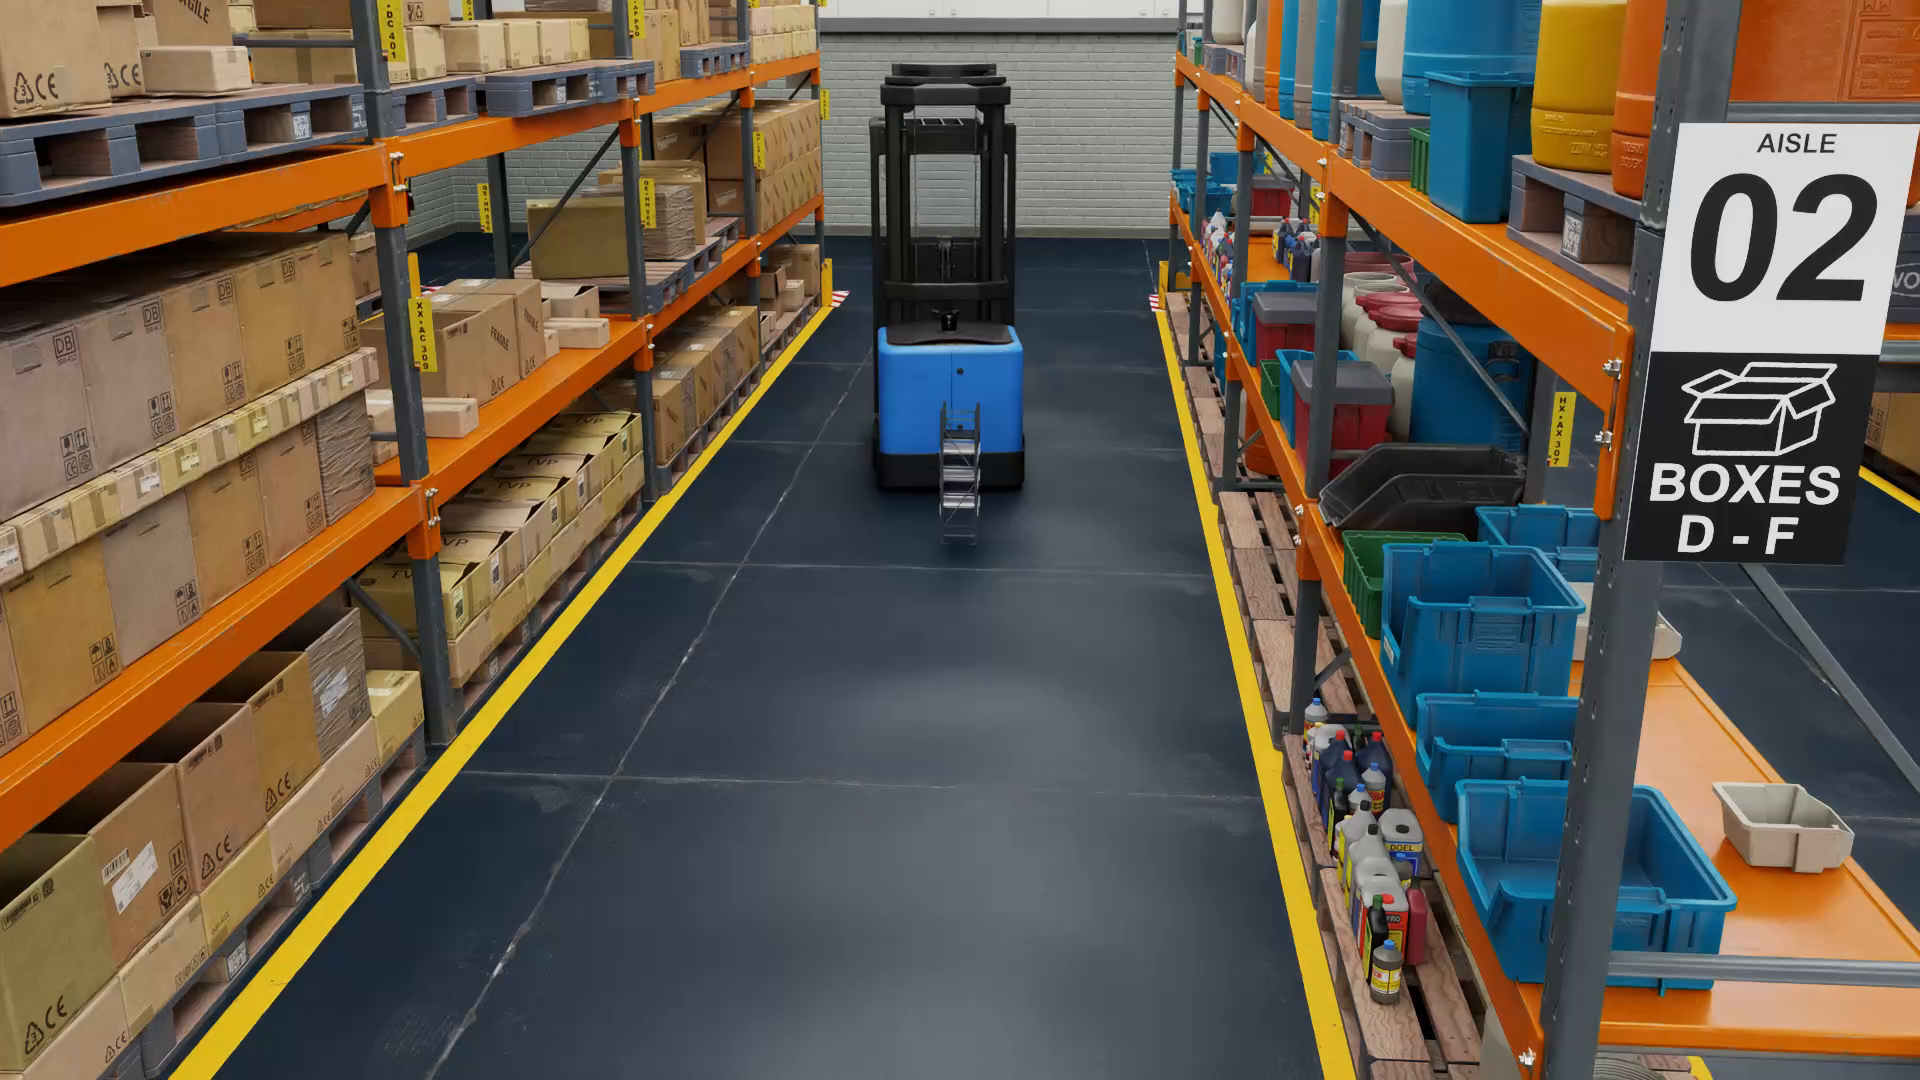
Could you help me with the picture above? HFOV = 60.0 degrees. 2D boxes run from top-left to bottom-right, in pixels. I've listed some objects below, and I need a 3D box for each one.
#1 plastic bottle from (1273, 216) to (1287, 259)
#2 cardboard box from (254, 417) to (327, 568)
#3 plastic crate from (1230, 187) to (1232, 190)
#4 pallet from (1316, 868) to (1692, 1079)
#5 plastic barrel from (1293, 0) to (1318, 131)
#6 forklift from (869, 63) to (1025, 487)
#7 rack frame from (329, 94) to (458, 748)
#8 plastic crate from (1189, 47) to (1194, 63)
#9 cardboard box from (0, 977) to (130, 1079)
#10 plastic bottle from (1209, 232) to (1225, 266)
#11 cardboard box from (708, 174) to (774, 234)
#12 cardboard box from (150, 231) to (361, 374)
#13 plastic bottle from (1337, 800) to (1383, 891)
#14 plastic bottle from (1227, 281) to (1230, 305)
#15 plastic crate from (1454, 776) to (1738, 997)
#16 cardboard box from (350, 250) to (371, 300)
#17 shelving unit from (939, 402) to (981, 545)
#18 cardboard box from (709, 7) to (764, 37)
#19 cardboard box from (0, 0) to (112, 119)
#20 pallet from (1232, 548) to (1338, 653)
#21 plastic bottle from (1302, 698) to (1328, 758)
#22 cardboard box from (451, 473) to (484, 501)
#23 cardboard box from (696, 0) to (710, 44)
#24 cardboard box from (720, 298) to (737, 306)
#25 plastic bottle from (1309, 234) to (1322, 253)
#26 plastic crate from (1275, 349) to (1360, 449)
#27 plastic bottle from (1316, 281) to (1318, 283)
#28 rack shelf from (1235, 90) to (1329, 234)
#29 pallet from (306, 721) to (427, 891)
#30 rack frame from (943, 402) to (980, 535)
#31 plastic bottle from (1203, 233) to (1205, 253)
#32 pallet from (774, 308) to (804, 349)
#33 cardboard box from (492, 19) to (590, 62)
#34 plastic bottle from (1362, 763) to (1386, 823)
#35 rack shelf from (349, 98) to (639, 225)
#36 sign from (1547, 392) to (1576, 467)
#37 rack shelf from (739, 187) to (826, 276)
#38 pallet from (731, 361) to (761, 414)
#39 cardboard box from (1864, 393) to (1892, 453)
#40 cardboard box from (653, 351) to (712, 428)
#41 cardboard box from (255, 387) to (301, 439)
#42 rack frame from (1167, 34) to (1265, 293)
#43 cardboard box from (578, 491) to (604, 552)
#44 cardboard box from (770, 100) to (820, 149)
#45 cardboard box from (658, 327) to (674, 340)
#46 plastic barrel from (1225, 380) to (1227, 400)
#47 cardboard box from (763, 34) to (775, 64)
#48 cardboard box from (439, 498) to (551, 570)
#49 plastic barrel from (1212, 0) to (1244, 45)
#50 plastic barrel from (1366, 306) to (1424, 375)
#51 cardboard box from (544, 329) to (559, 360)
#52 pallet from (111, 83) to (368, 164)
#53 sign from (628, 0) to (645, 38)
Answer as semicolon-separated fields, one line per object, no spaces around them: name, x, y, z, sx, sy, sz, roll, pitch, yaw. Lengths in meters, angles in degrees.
plastic bottle;2.703;-2.527;13.896;0.144;0.351;0.185;1;18;4
cardboard box;-2.984;-0.212;6.593;0.700;0.500;0.500;1;18;3
plastic crate;2.960;-3.638;17.536;0.396;0.136;0.243;1;18;4
pallet;1.838;1.558;5.830;1.003;0.211;1.213;1;18;4
plastic barrel;1.880;-2.385;7.761;0.600;0.901;0.600;0;18;0
forklift;-0.140;-2.181;12.871;1.130;2.935;3.031;-1;18;-3
rack frame;-2.927;-0.467;7.530;1.000;3.000;0.127;1;18;4
plastic crate;2.298;-4.543;15.577;0.293;0.136;0.466;1;18;4
cardboard box;-2.922;1.566;5.069;0.500;0.250;0.500;1;18;4
plastic bottle;2.107;-2.358;13.501;0.152;0.276;0.135;1;18;4
cardboard box;-2.046;-3.151;15.562;0.500;0.500;0.500;2;18;5
cardboard box;-2.953;-0.993;6.892;0.700;0.500;0.500;1;18;4
plastic bottle;1.497;1.127;6.215;0.144;0.351;0.185;1;18;3
plastic bottle;1.953;-1.775;11.843;0.097;0.201;0.097;0;18;0
plastic crate;1.464;0.796;3.916;0.499;0.251;0.616;1;18;4
cardboard box;-6.994;-2.940;18.417;0.700;0.500;0.500;1;18;4
shelving unit;0.001;-0.430;10.791;0.258;0.900;0.210;1;18;4
cardboard box;-2.071;-4.689;15.035;0.500;0.250;0.500;1;18;4
cardboard box;-2.822;-1.473;4.724;0.500;0.500;0.500;1;18;4
pallet;2.115;0.345;9.530;1.003;0.211;1.213;1;18;4
plastic bottle;1.553;0.822;7.273;0.097;0.271;0.097;0;18;0
cardboard box;-3.075;-0.231;9.652;0.500;0.311;0.500;1;18;3
cardboard box;-2.463;-4.517;14.077;0.600;0.600;0.600;0;18;-1
cardboard box;-2.542;-2.299;16.733;0.500;0.311;0.500;1;18;4
plastic bottle;2.768;-2.181;12.842;0.144;0.351;0.185;1;18;4
plastic crate;1.782;-0.697;8.258;0.392;0.384;0.575;1;18;4
plastic bottle;2.501;-1.669;11.398;0.152;0.276;0.135;1;18;4
rack shelf;2.156;-2.060;8.730;1.077;0.370;4.000;1;18;4
pallet;-3.026;1.104;7.213;1.003;0.211;1.213;1;18;4
rack frame;0.008;-0.462;10.887;0.240;0.900;0.006;1;18;4
plastic bottle;2.135;-2.563;14.247;0.097;0.201;0.097;0;18;0
pallet;-2.219;-2.219;17.358;1.003;0.211;1.213;1;18;4
cardboard box;-2.617;-3.121;10.379;0.500;0.250;0.500;0;18;0
plastic bottle;1.651;1.022;6.663;0.097;0.271;0.097;0;18;0
rack shelf;-2.784;-2.171;9.071;1.077;0.370;4.000;1;18;4
sign;2.561;-0.471;7.098;0.100;0.325;0.005;1;18;4
rack shelf;-2.210;-3.231;17.121;1.077;0.370;4.000;1;18;4
pallet;-2.374;-1.373;14.774;1.003;0.211;1.213;1;18;4
cardboard box;7.382;-1.167;12.406;1.225;0.875;0.875;1;18;4
cardboard box;-2.250;-1.184;13.026;0.500;0.500;0.500;1;18;3
cardboard box;-2.787;-0.494;6.410;0.380;0.149;0.250;1;18;4
rack frame;2.873;-4.082;18.563;1.000;3.000;0.127;1;18;4
cardboard box;-2.507;-0.117;10.204;0.500;0.250;0.500;2;18;5
cardboard box;-1.825;-4.572;18.292;0.500;0.500;0.500;1;18;3
cardboard box;-2.702;-1.507;14.012;0.500;0.500;0.500;2;18;5
plastic barrel;2.350;-1.295;13.379;0.421;0.512;0.421;0;18;0
cardboard box;-2.032;-4.606;15.587;0.500;0.250;0.500;1;18;4
cardboard box;-2.572;-0.065;9.145;0.500;0.311;0.500;1;18;2
plastic barrel;2.299;-4.371;13.737;0.433;0.535;0.433;0;18;0
plastic barrel;2.353;-0.940;8.755;0.433;0.535;0.433;0;18;0
cardboard box;-2.676;-1.192;10.148;0.380;0.149;0.250;3;18;8
pallet;-2.963;-1.585;6.267;1.003;0.211;1.213;1;18;4
sign;-2.088;-3.403;10.716;0.100;0.325;0.005;1;18;4
